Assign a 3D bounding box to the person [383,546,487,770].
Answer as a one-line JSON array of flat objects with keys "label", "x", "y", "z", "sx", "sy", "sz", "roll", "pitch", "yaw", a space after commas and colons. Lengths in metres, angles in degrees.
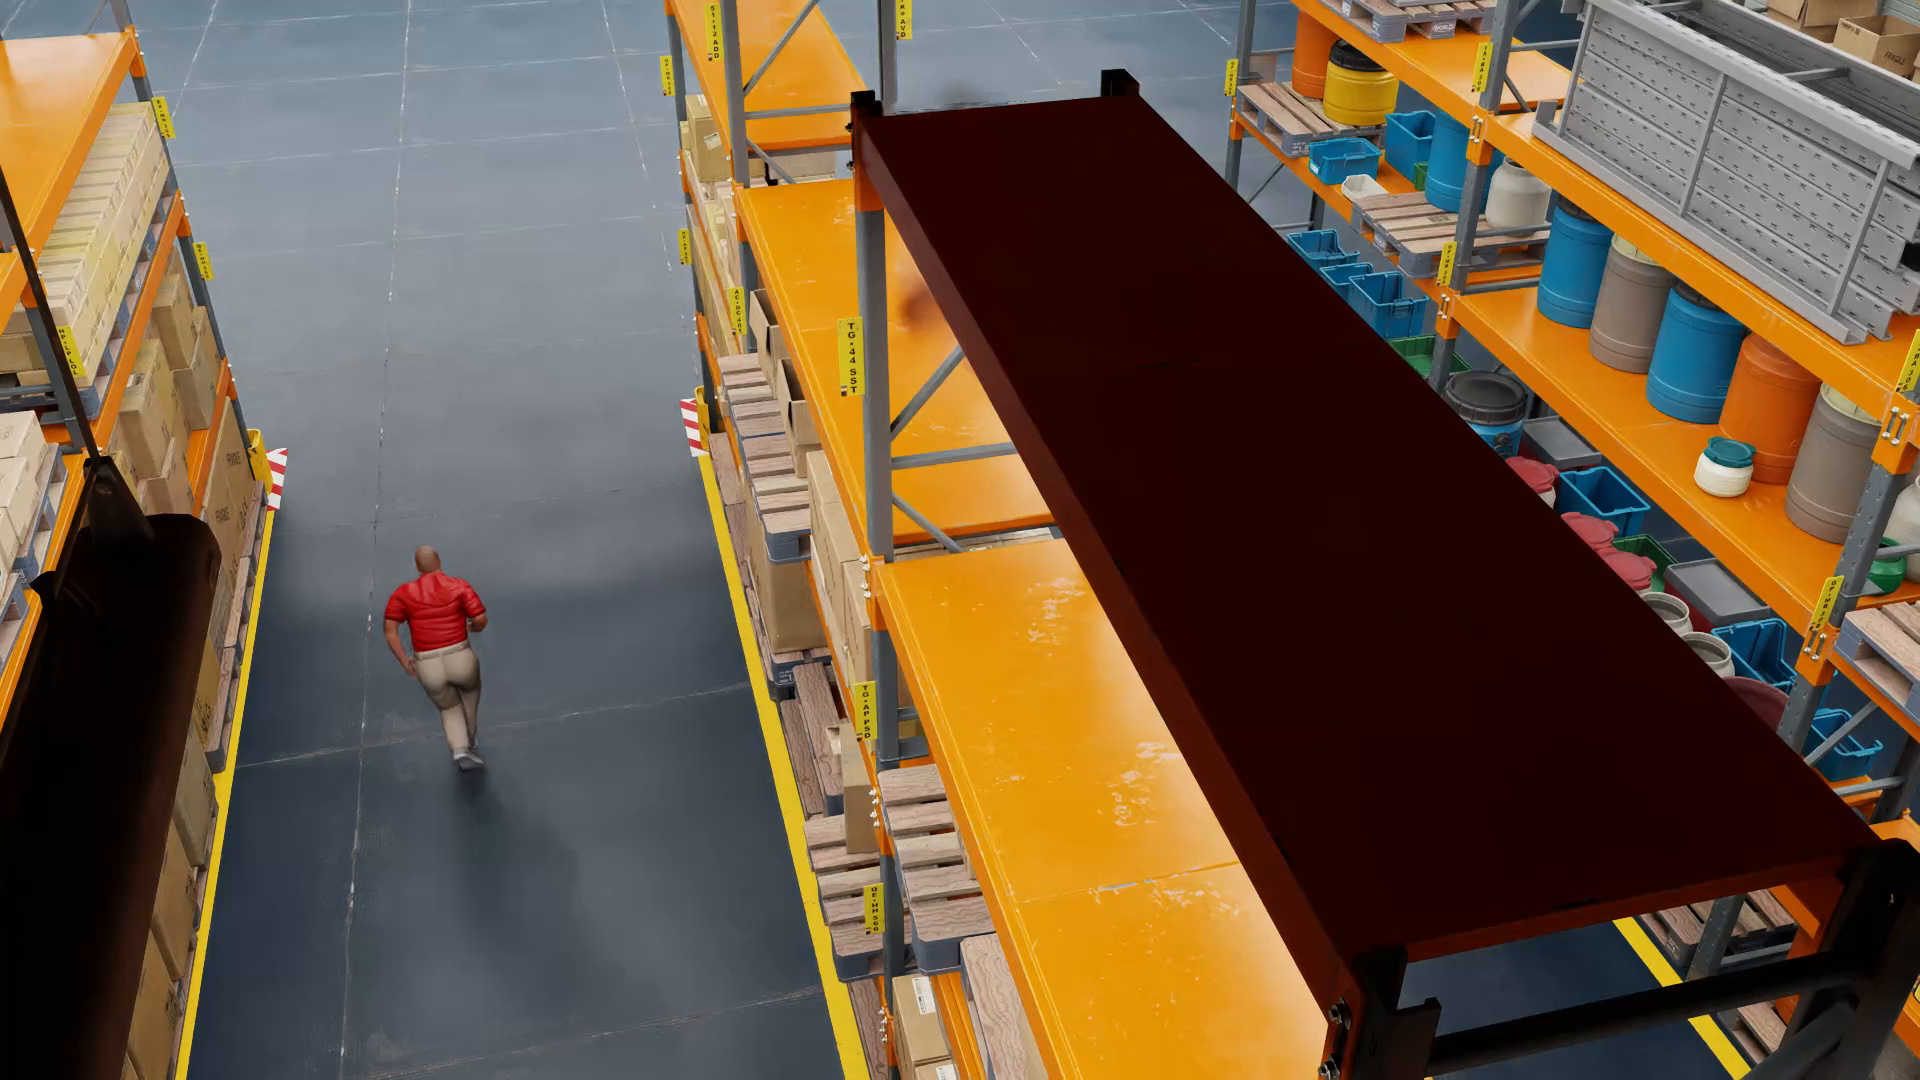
[{"label": "person", "x": -3.550, "y": 0.884, "z": 11.447, "sx": 0.681, "sy": 1.583, "sz": 0.888, "roll": -10, "pitch": 36, "yaw": -14}]
